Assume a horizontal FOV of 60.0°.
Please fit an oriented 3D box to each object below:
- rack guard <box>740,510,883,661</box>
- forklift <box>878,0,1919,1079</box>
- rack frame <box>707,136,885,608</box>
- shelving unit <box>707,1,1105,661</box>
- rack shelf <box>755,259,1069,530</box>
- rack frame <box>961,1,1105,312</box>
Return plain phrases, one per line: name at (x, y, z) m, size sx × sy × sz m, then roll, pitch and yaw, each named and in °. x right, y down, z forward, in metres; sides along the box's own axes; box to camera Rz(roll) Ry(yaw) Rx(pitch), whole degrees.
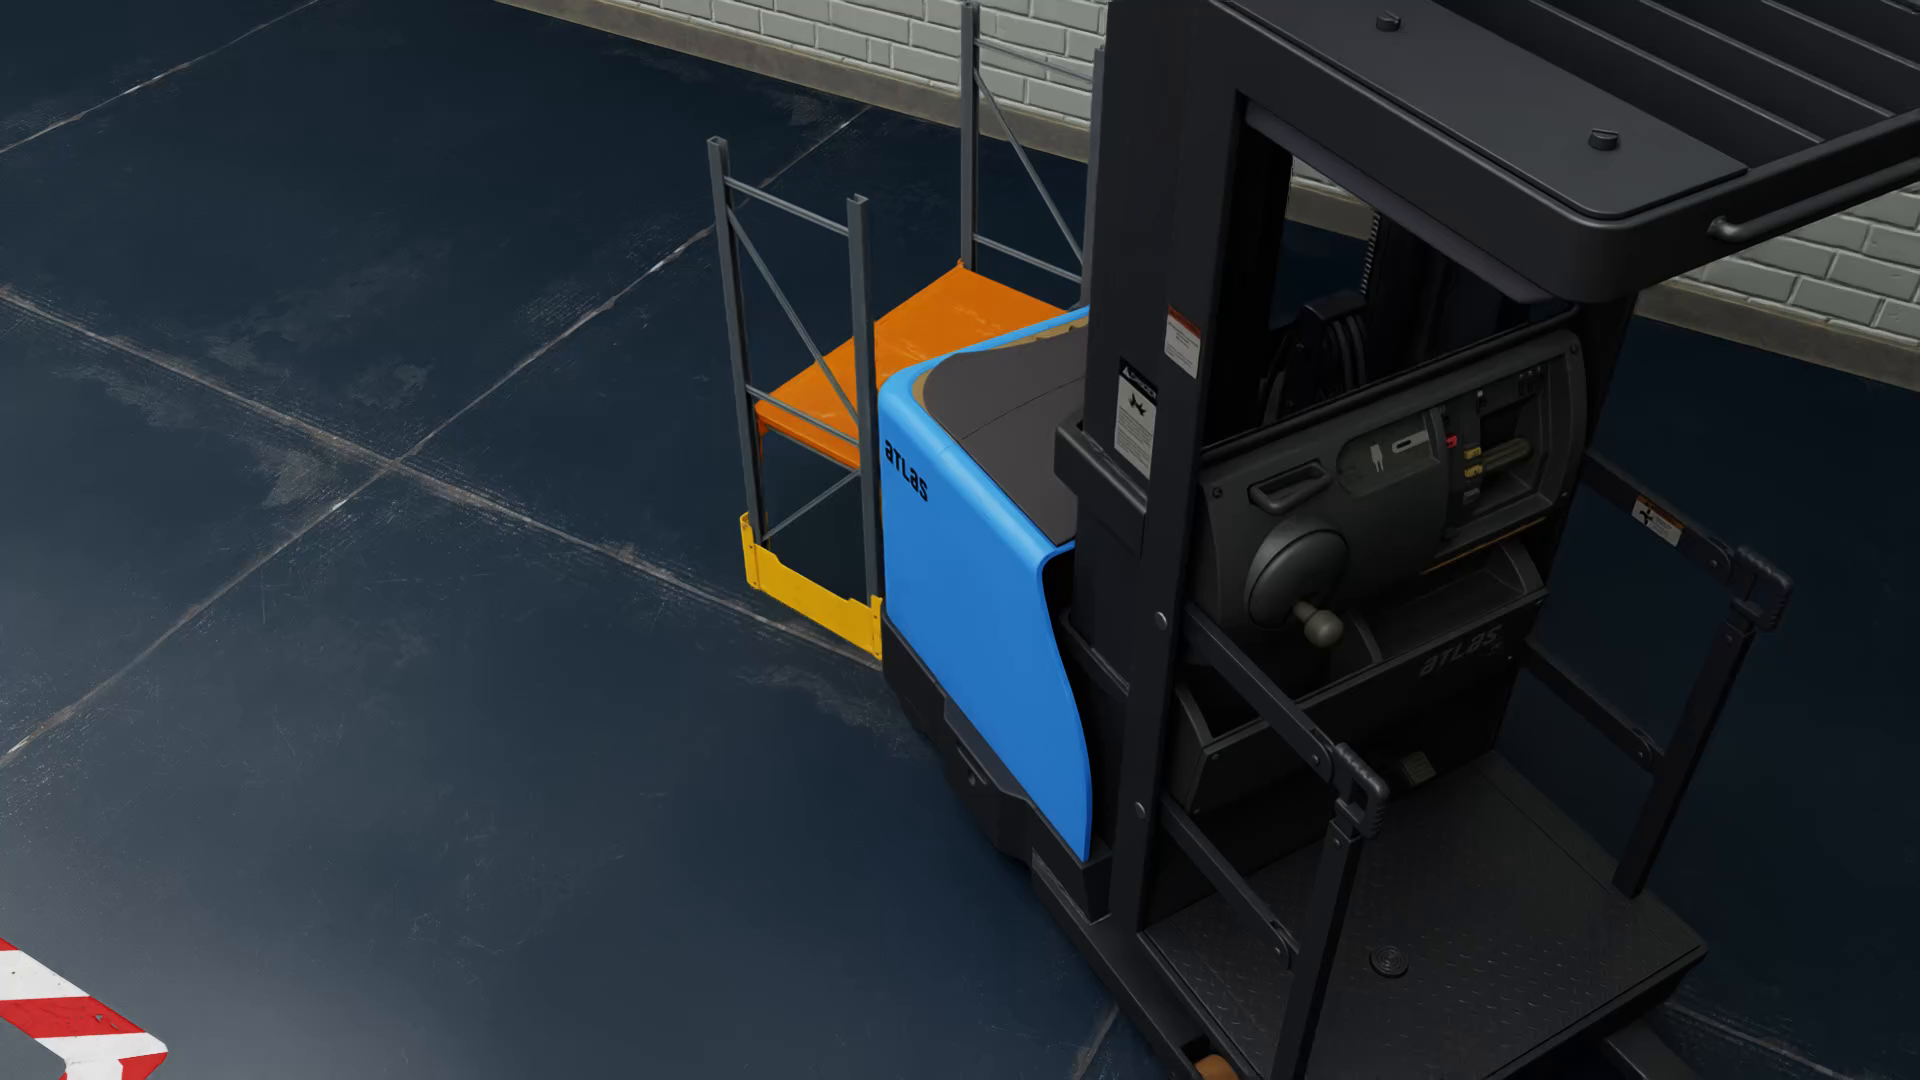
rack guard at (-0.407, 0.130, 4.913) m, size 0.587 × 0.250 × 0.087 m, roll 27°, pitch 48°, yaw 28°
forklift at (0.960, -0.019, 3.053) m, size 1.130 × 2.935 × 3.031 m, roll -21°, pitch 46°, yaw -22°
rack frame at (-0.419, -0.329, 4.488) m, size 0.500 × 1.500 × 0.032 m, roll 27°, pitch 48°, yaw 28°
shelving unit at (-0.099, -0.598, 4.794) m, size 0.587 × 1.500 × 1.083 m, roll 27°, pitch 48°, yaw 28°
rack shelf at (-0.105, -0.458, 4.907) m, size 0.538 × 0.185 × 1.000 m, roll 27°, pitch 48°, yaw 28°
rack frame at (0.209, -0.857, 5.088) m, size 0.500 × 1.500 × 0.032 m, roll 27°, pitch 48°, yaw 28°
